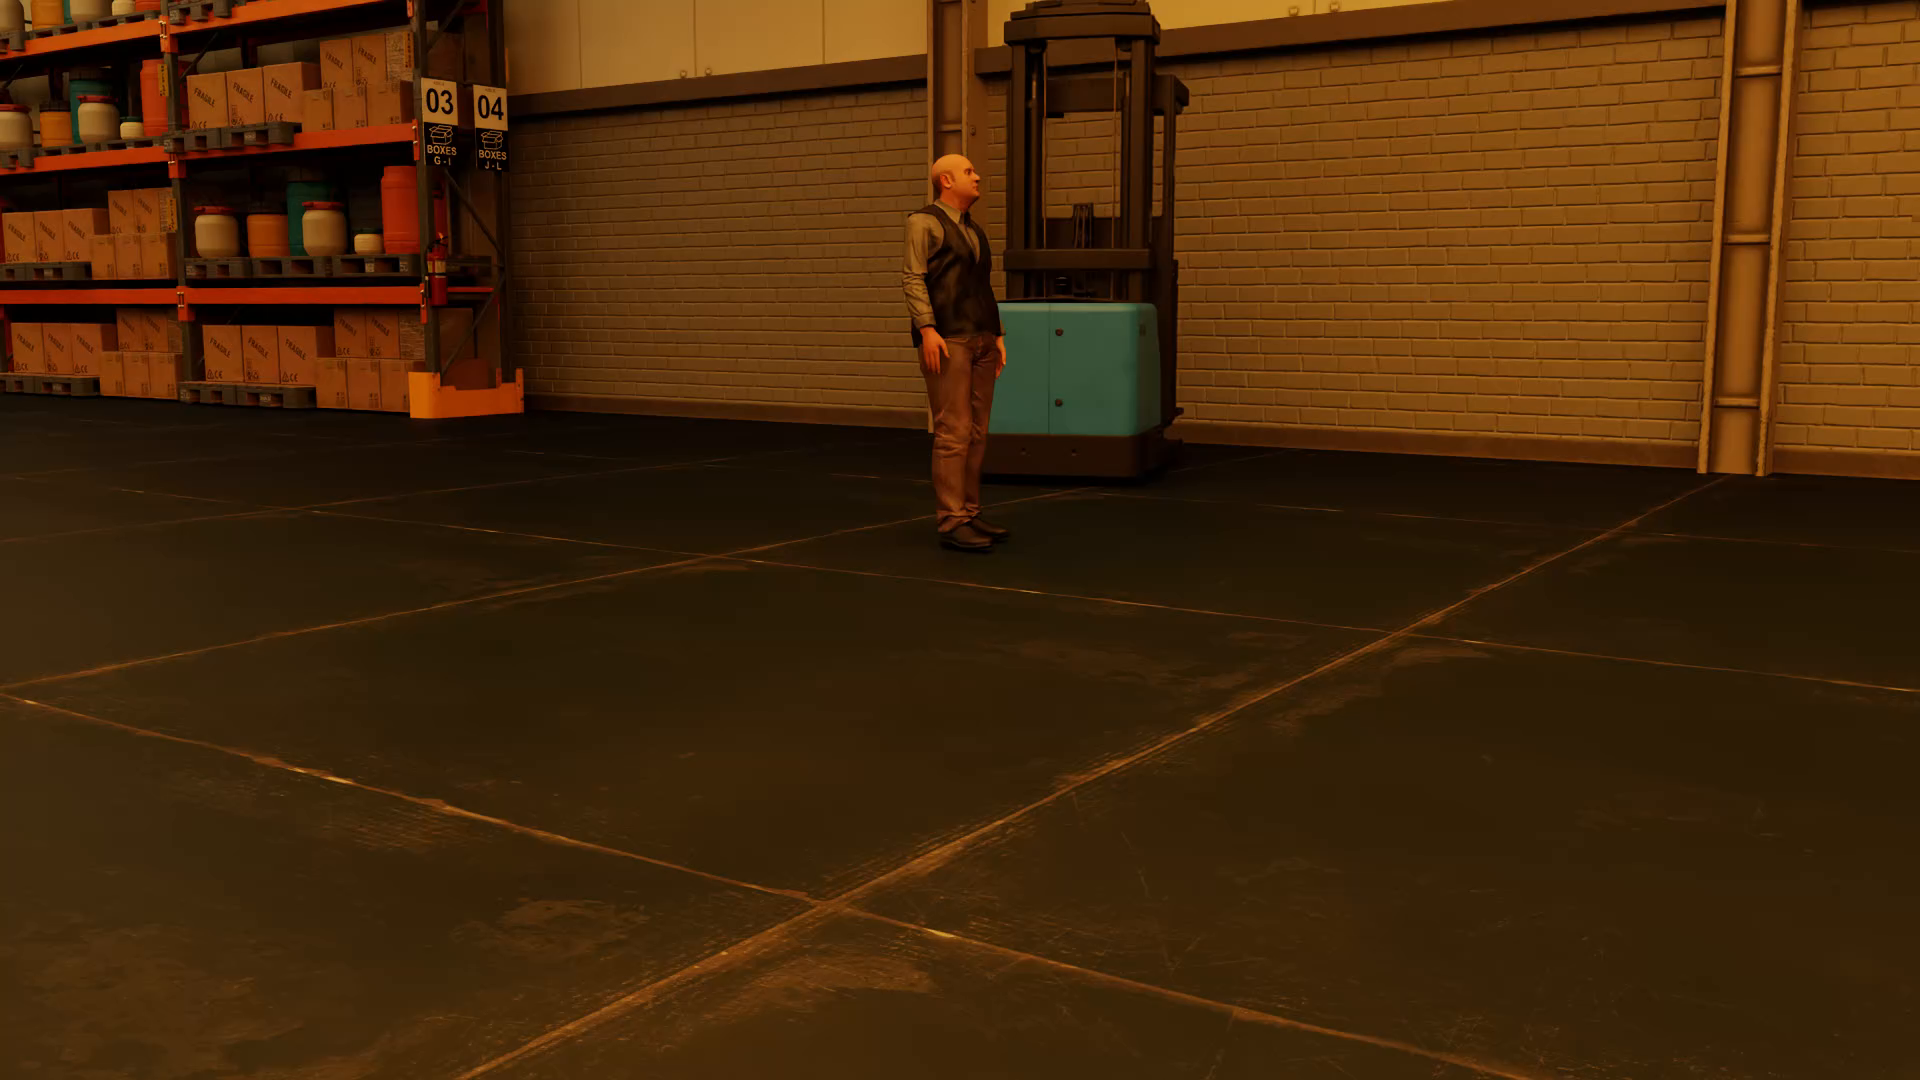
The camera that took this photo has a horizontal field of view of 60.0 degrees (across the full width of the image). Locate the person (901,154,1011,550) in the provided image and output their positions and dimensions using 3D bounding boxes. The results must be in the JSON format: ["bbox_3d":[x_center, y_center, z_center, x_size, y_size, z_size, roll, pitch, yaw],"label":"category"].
[{"bbox_3d":[0.048,-0.853,7.441,0.566,1.722,0.633,5,10,34],"label":"person"}]

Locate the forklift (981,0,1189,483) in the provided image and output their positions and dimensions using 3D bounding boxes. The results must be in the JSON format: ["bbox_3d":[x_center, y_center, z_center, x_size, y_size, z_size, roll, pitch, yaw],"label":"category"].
[{"bbox_3d":[0.900,-1.964,11.006,1.130,2.935,3.031,2,8,15],"label":"forklift"}]
